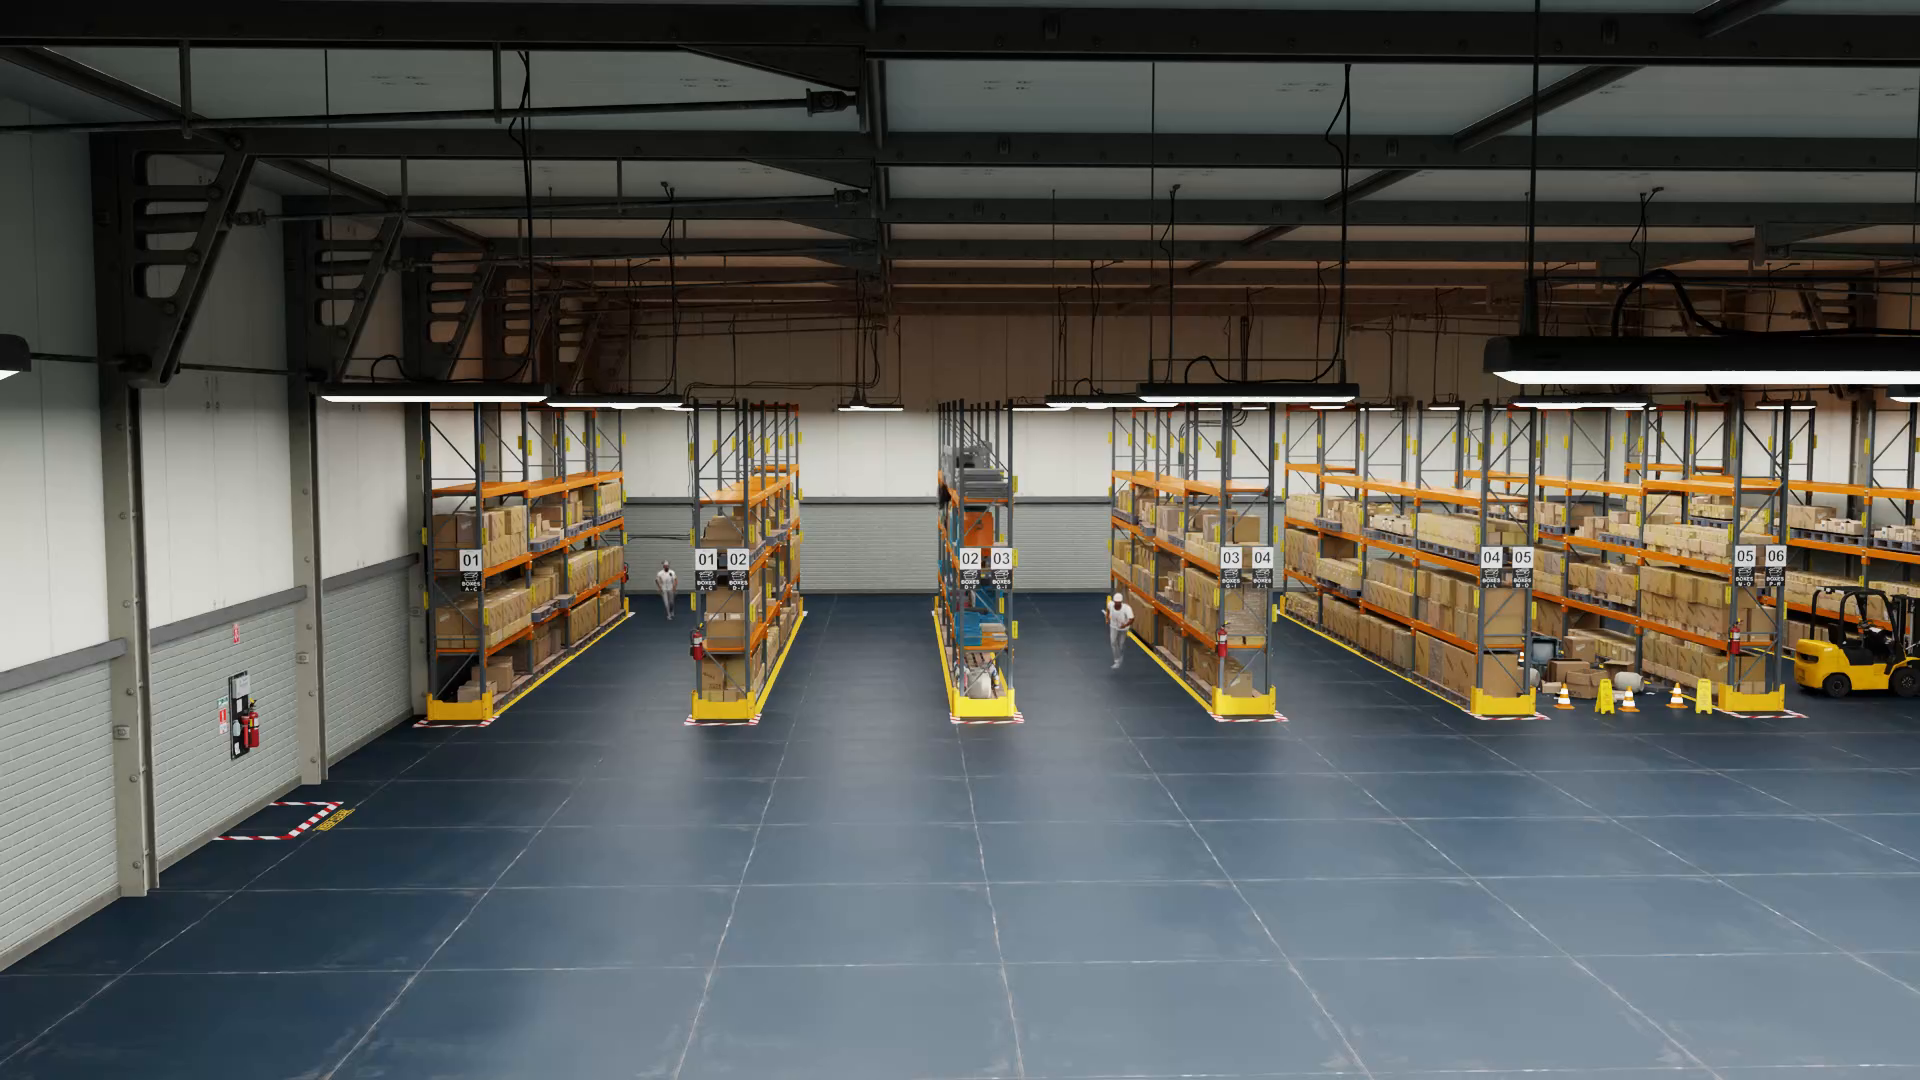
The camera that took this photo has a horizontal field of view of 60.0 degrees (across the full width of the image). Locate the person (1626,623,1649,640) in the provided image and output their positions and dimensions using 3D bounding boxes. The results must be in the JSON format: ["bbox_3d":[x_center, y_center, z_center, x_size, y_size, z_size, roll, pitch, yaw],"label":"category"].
[{"bbox_3d":[17.251,1.698,42.035,0.624,1.660,0.883,-1,4,-14],"label":"person"}]

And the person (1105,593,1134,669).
[{"bbox_3d":[3.454,1.920,35.878,0.697,1.640,1.061,1,5,16],"label":"person"}]

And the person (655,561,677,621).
[{"bbox_3d":[-8.167,1.397,46.207,0.604,1.672,0.544,-1,4,-14],"label":"person"}]
